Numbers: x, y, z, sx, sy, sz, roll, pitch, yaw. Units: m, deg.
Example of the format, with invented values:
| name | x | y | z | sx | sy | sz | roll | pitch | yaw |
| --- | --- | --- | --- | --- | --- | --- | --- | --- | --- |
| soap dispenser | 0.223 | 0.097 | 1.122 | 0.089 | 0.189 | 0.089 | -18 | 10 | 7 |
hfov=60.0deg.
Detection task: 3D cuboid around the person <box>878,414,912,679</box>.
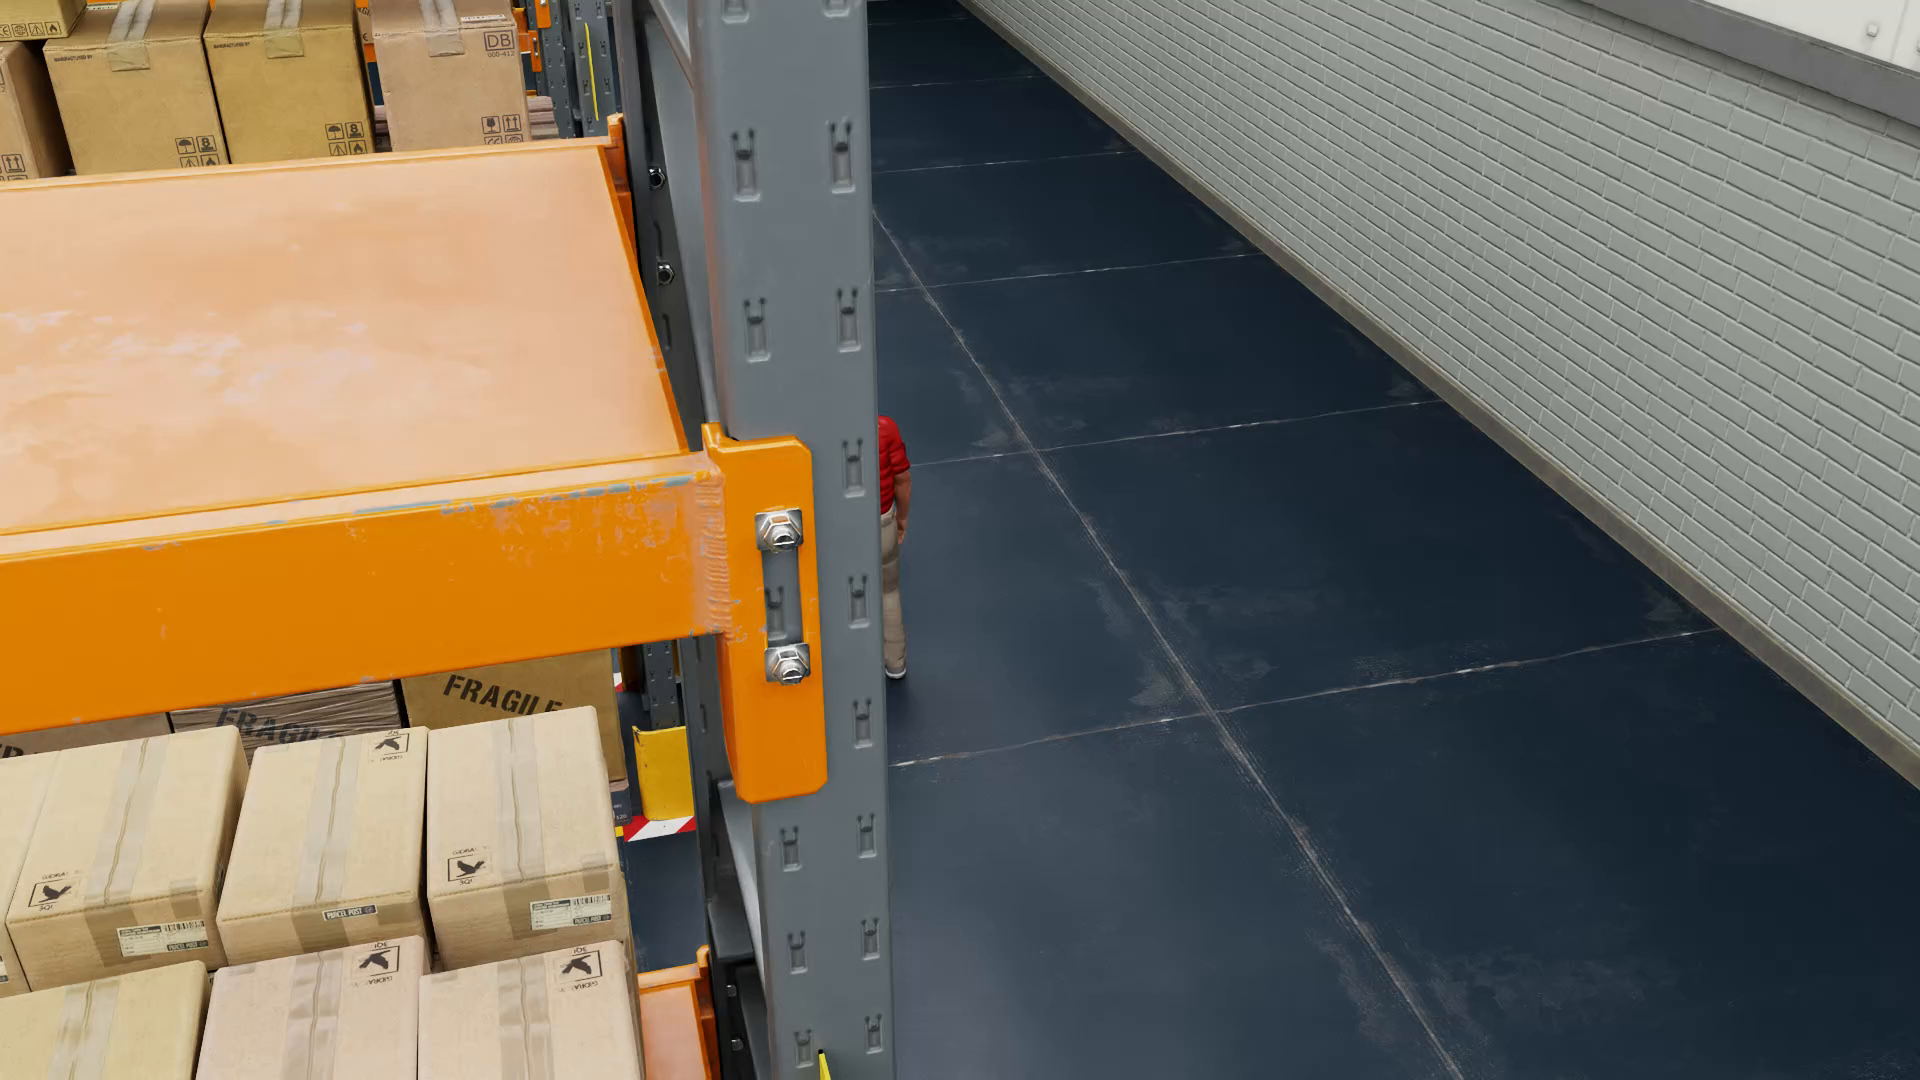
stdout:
| name | x | y | z | sx | sy | sz | roll | pitch | yaw |
| --- | --- | --- | --- | --- | --- | --- | --- | --- | --- |
| person | -0.524 | -0.046 | 8.222 | 0.587 | 1.727 | 0.398 | -11 | 32 | -19 |
